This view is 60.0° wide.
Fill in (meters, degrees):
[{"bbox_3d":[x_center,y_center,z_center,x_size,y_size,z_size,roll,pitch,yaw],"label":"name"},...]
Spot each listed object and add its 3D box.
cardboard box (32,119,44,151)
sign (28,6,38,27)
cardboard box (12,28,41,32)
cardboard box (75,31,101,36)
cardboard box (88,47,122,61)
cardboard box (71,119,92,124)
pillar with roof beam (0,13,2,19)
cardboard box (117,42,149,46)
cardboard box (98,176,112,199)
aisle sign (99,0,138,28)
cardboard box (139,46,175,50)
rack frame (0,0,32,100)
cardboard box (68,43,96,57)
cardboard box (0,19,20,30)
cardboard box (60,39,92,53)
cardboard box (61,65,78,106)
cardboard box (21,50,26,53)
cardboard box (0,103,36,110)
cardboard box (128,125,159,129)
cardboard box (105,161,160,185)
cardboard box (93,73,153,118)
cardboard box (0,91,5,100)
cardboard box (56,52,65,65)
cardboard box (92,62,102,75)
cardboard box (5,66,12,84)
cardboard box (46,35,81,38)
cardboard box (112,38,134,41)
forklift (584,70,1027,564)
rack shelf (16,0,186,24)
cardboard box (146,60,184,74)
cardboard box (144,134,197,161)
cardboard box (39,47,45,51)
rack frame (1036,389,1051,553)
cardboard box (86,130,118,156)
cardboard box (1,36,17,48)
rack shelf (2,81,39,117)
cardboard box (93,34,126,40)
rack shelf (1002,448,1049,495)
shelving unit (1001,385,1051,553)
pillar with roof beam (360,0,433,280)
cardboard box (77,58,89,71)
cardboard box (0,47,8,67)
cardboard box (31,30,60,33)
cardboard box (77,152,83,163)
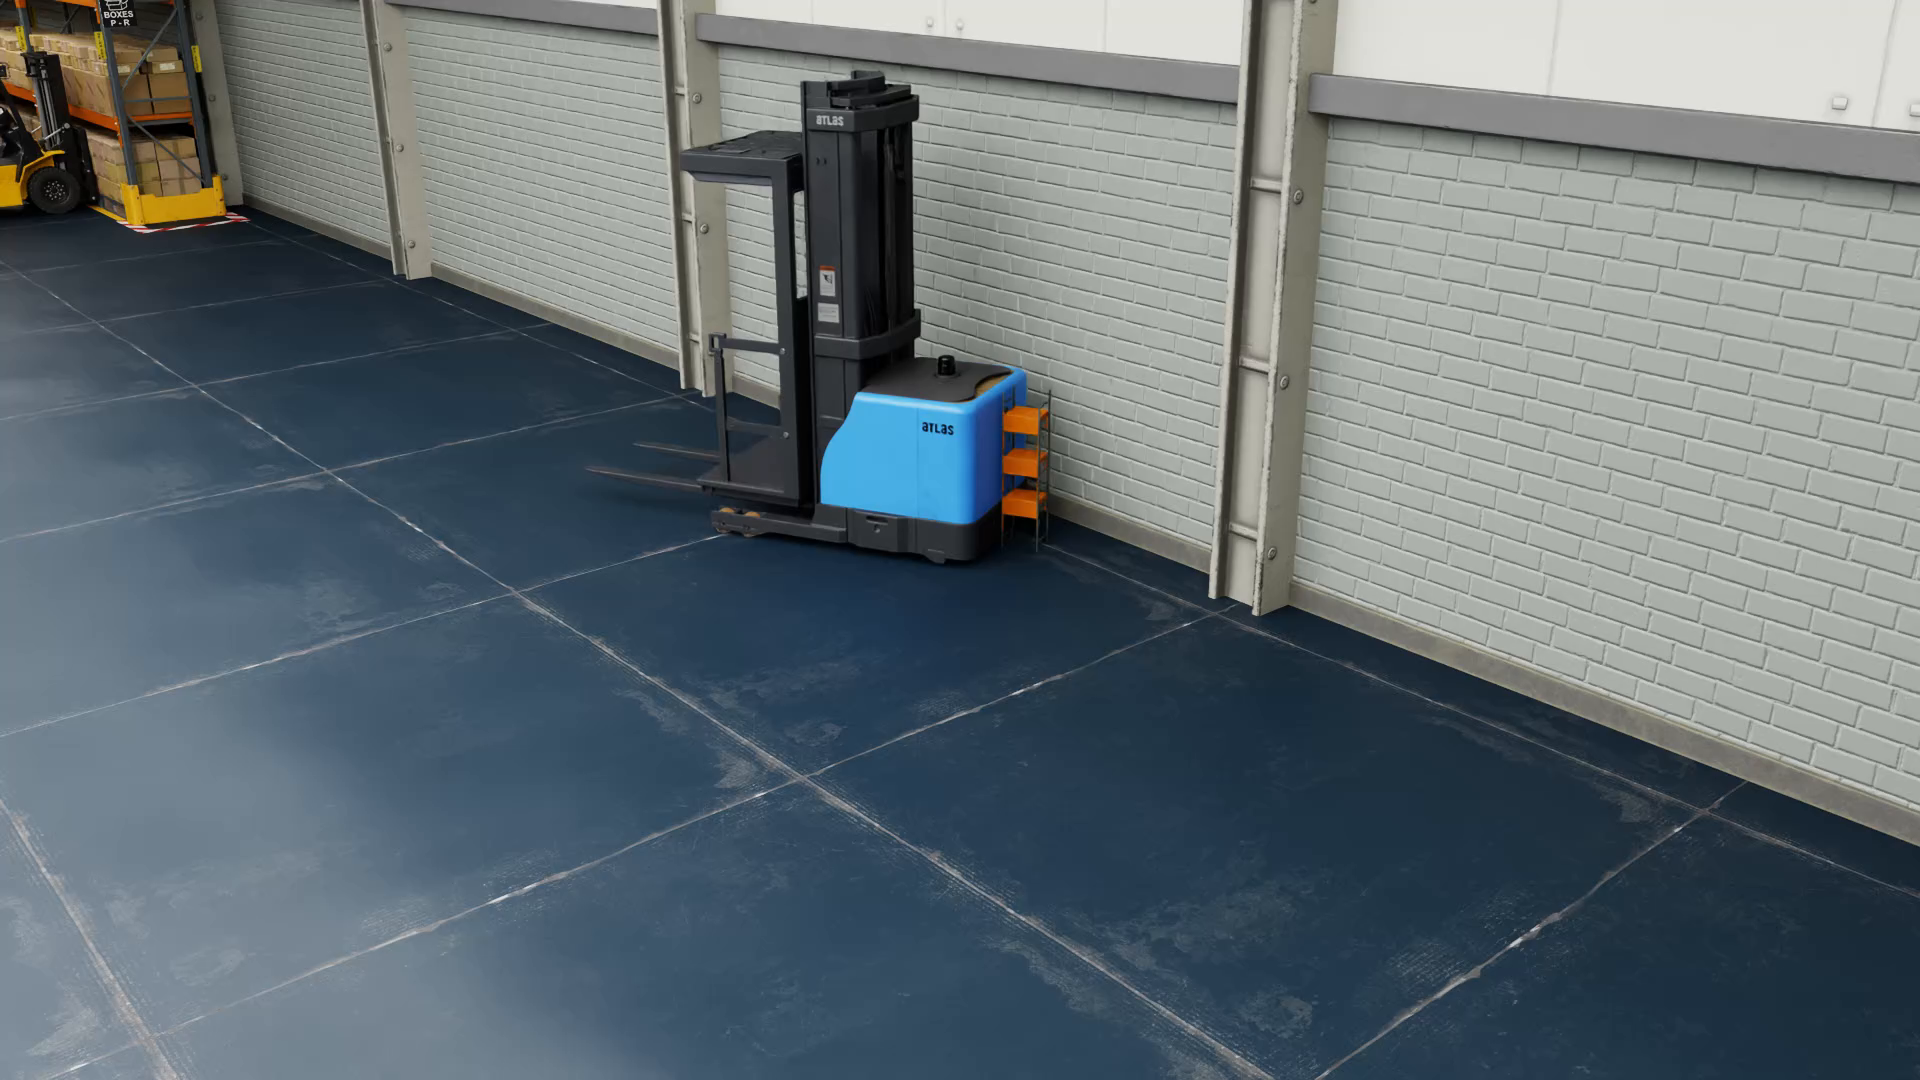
[{"bbox_3d":[-13.186,-5.939,24.714,0.875,0.625,0.625,-16,26,-35],"label":"cardboard box"},{"bbox_3d":[-15.029,-8.485,26.946,0.100,0.325,0.005,-17,27,-37],"label":"sign"},{"bbox_3d":[-14.704,-7.988,26.238,0.380,0.149,0.250,-17,27,-37],"label":"cardboard box"},{"bbox_3d":[-12.399,-7.178,23.764,0.380,0.149,0.250,-17,27,-37],"label":"cardboard box"},{"bbox_3d":[-10.995,-6.265,21.432,0.380,0.149,0.250,-17,27,-36],"label":"cardboard box"},{"bbox_3d":[-12.432,-5.736,23.340,0.500,0.250,0.500,-17,27,-37],"label":"cardboard box"},{"bbox_3d":[-21.092,-11.093,26.968,9.100,9.000,0.400,-17,27,-37],"label":"pillar with roof beam"},{"bbox_3d":[-10.953,-6.522,22.088,0.380,0.149,0.250,-16,27,-36],"label":"cardboard box"},{"bbox_3d":[-11.089,-4.712,22.095,0.500,0.250,0.500,-17,27,-37],"label":"cardboard box"},{"bbox_3d":[-10.405,-6.725,20.476,0.394,0.787,0.004,-17,27,-37],"label":"aisle sign"},{"bbox_3d":[-10.409,-6.321,21.576,0.380,0.149,0.250,-16,27,-36],"label":"cardboard box"},{"bbox_3d":[-15.448,-7.813,26.818,1.000,3.000,0.127,-17,27,-37],"label":"rack frame"},{"bbox_3d":[-11.528,-6.467,21.948,0.380,0.149,0.250,-17,27,-36],"label":"cardboard box"},{"bbox_3d":[-15.665,-8.234,27.181,0.500,0.500,0.500,-16,26,-35],"label":"cardboard box"},{"bbox_3d":[-11.952,-6.699,22.540,0.380,0.149,0.250,-18,27,-38],"label":"cardboard box"},{"bbox_3d":[-11.749,-6.146,22.425,0.500,0.500,0.500,-17,27,-37],"label":"cardboard box"},{"bbox_3d":[-13.410,-7.165,24.137,0.380,0.149,0.250,-18,28,-38],"label":"cardboard box"},{"bbox_3d":[-14.618,-6.548,26.270,0.875,0.625,0.625,-16,27,-36],"label":"cardboard box"},{"bbox_3d":[-11.372,-5.582,22.946,0.500,0.250,0.500,-18,28,-38],"label":"cardboard box"},{"bbox_3d":[-10.780,-4.810,21.662,0.500,0.250,0.500,-18,28,-38],"label":"cardboard box"},{"bbox_3d":[-10.746,-5.722,21.344,0.500,0.500,0.500,-18,28,-39],"label":"cardboard box"},{"bbox_3d":[-15.928,-7.494,27.967,0.380,0.149,0.250,-17,27,-37],"label":"cardboard box"},{"bbox_3d":[-12.014,-6.545,22.554,0.380,0.149,0.250,-19,28,-39],"label":"cardboard box"},{"bbox_3d":[-10.853,-6.044,21.275,0.380,0.149,0.250,-17,27,-37],"label":"cardboard box"},{"bbox_3d":[-13.997,-6.997,24.940,0.500,0.250,0.500,-17,27,-37],"label":"cardboard box"},{"bbox_3d":[-12.441,-6.917,23.096,0.380,0.149,0.250,-18,28,-38],"label":"cardboard box"},{"bbox_3d":[-11.446,-6.739,22.643,0.380,0.149,0.250,-16,27,-36],"label":"cardboard box"},{"bbox_3d":[-1.112,-1.549,10.919,3.031,2.935,1.130,9,23,22],"label":"forklift"},{"bbox_3d":[-11.531,-7.217,22.170,1.077,0.370,4.000,-17,27,-37],"label":"rack shelf"},{"bbox_3d":[-10.250,-6.106,21.435,0.380,0.149,0.250,-18,28,-39],"label":"cardboard box"},{"bbox_3d":[-10.396,-5.161,21.871,0.500,0.250,0.500,-18,28,-38],"label":"cardboard box"},{"bbox_3d":[-12.658,-6.834,23.293,0.380,0.149,0.250,-17,27,-36],"label":"cardboard box"},{"bbox_3d":[0.536,-0.437,10.660,0.008,1.050,0.200,9,23,22],"label":"rack frame"},{"bbox_3d":[-11.437,-5.313,22.259,0.500,0.250,0.500,-17,27,-37],"label":"cardboard box"},{"bbox_3d":[-14.084,-7.444,24.849,0.380,0.149,0.250,-17,27,-37],"label":"cardboard box"},{"bbox_3d":[-14.142,-6.925,25.538,1.077,0.370,4.000,-17,27,-37],"label":"rack shelf"},{"bbox_3d":[-11.873,-6.975,23.245,0.380,0.149,0.250,-18,28,-38],"label":"cardboard box"},{"bbox_3d":[0.424,-0.444,10.708,0.240,0.259,0.215,9,23,22],"label":"rack shelf"},{"bbox_3d":[0.424,-0.454,10.704,0.252,1.050,0.215,9,23,22],"label":"shelving unit"},{"bbox_3d":[-9.342,-6.120,14.271,9.100,9.000,0.400,-17,27,-37],"label":"pillar with roof beam"},{"bbox_3d":[-11.340,-6.264,21.836,0.380,0.149,0.250,-19,28,-39],"label":"cardboard box"},{"bbox_3d":[-14.021,-7.228,24.846,0.500,0.250,0.500,-17,27,-36],"label":"cardboard box"},{"bbox_3d":[-14.153,-7.797,25.751,0.380,0.149,0.250,-18,28,-38],"label":"cardboard box"},{"bbox_3d":[-11.776,-5.228,22.728,0.500,0.250,0.500,-18,27,-38],"label":"cardboard box"}]
